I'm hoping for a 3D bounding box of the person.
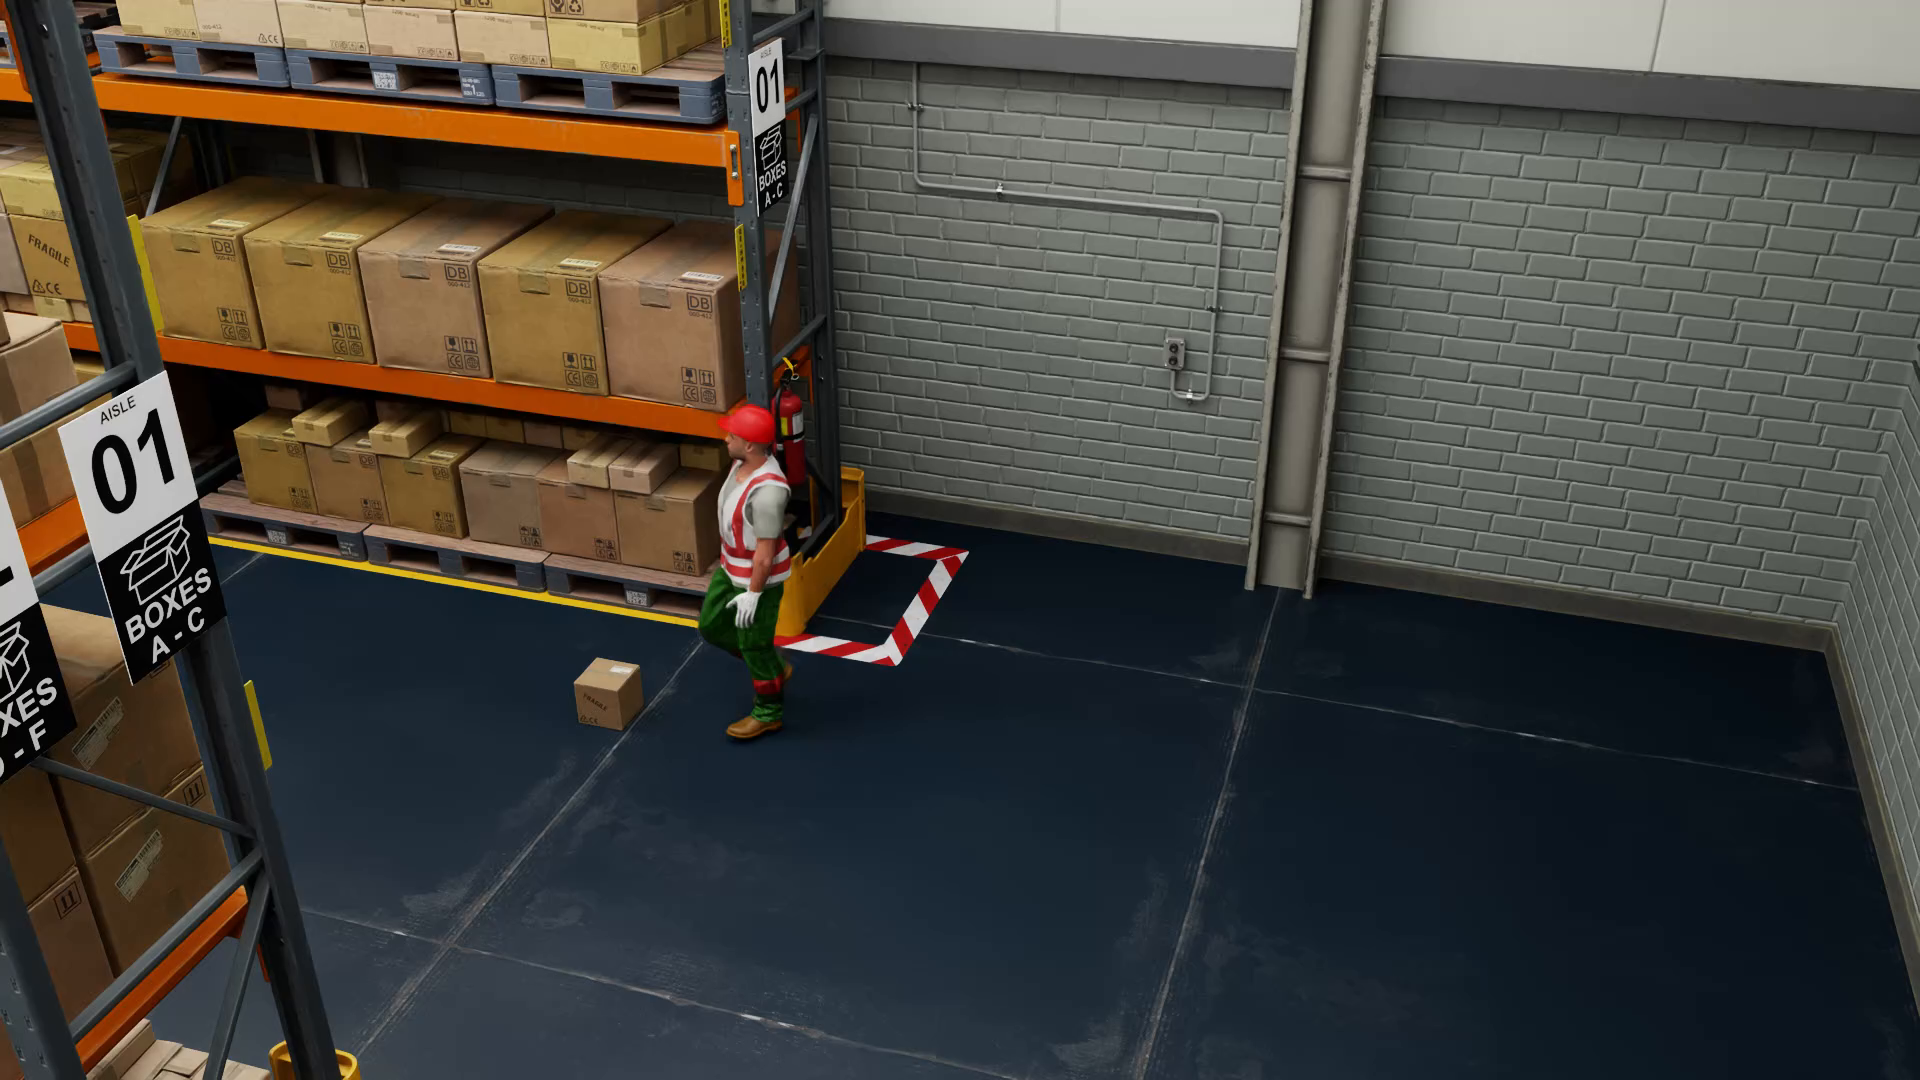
[{"bbox_3d":[-1.037,0.168,8.142,0.469,1.785,0.549,-13,32,-23],"label":"person"}]
